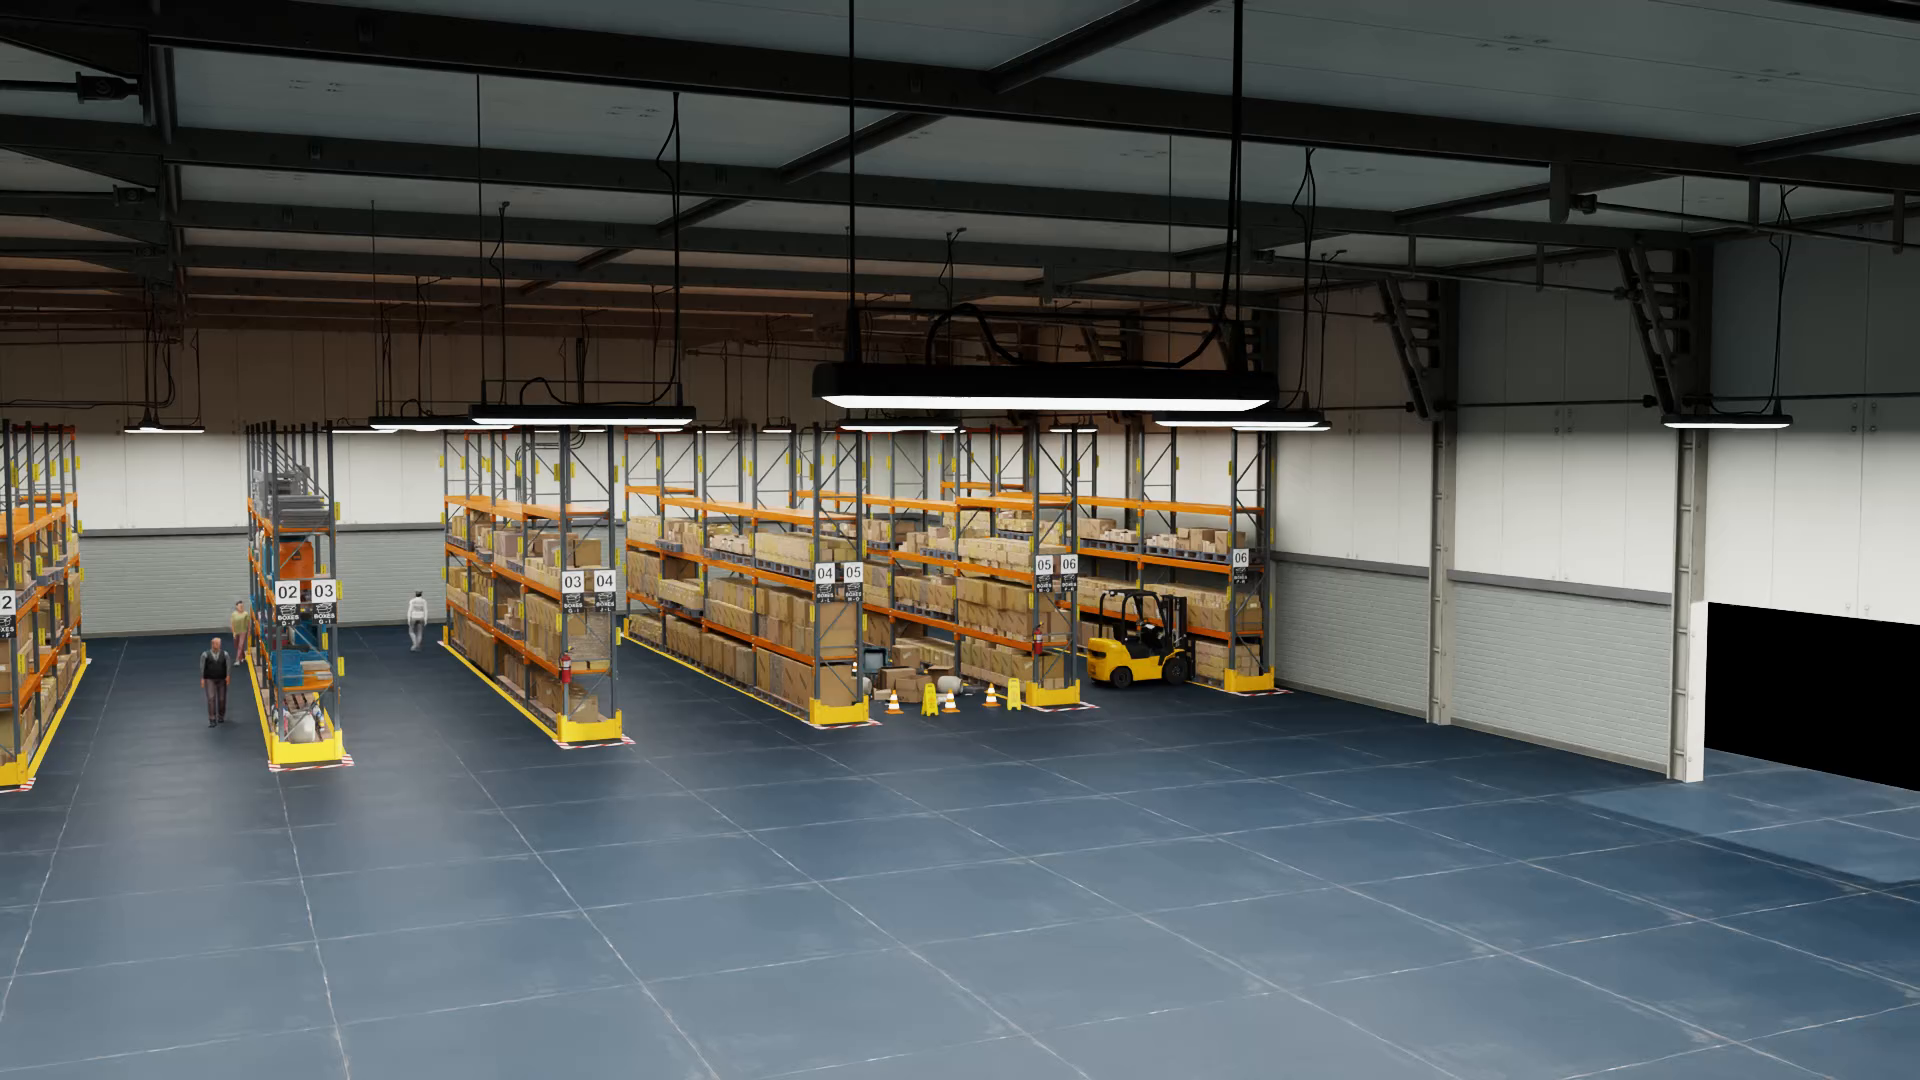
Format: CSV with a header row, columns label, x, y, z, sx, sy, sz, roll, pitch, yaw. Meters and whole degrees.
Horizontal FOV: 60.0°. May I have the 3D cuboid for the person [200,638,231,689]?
label,x,y,z,sx,sy,sz,roll,pitch,yaw
person,-14.810,2.461,33.091,0.570,1.011,0.464,-2,4,-32

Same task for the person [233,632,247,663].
label,x,y,z,sx,sy,sz,roll,pitch,yaw
person,-18.032,2.834,41.658,0.352,0.441,0.940,-1,4,-10

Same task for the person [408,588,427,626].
label,x,y,z,sx,sy,sz,roll,pitch,yaw
person,-14.394,1.796,44.087,0.480,1.010,0.332,-2,4,-25
